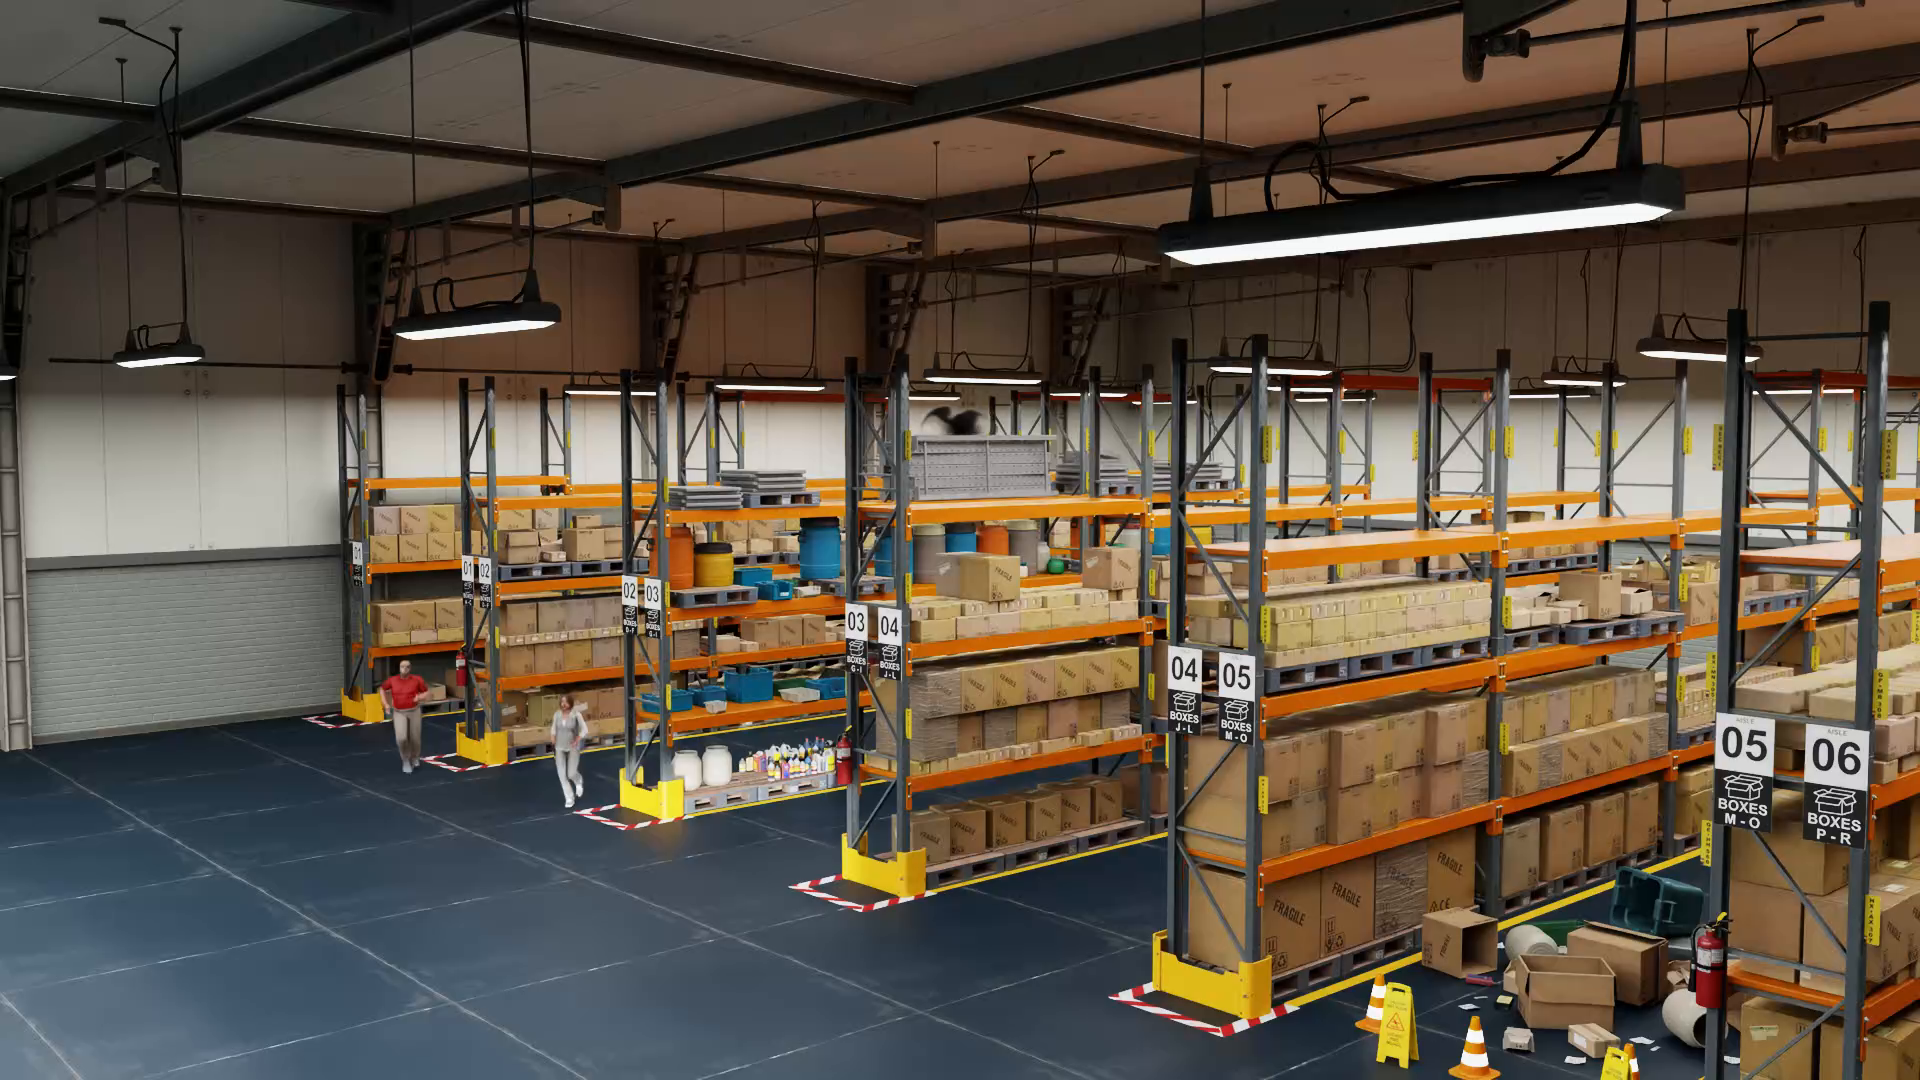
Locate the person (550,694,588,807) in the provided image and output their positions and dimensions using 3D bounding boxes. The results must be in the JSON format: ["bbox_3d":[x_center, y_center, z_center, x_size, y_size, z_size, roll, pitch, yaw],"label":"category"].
[{"bbox_3d":[-5.393,2.885,22.894,0.520,1.554,0.532,0,4,5],"label":"person"}]

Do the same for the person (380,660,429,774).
[{"bbox_3d":[-8.380,2.677,25.119,0.698,1.743,0.787,-1,4,-21],"label":"person"}]
